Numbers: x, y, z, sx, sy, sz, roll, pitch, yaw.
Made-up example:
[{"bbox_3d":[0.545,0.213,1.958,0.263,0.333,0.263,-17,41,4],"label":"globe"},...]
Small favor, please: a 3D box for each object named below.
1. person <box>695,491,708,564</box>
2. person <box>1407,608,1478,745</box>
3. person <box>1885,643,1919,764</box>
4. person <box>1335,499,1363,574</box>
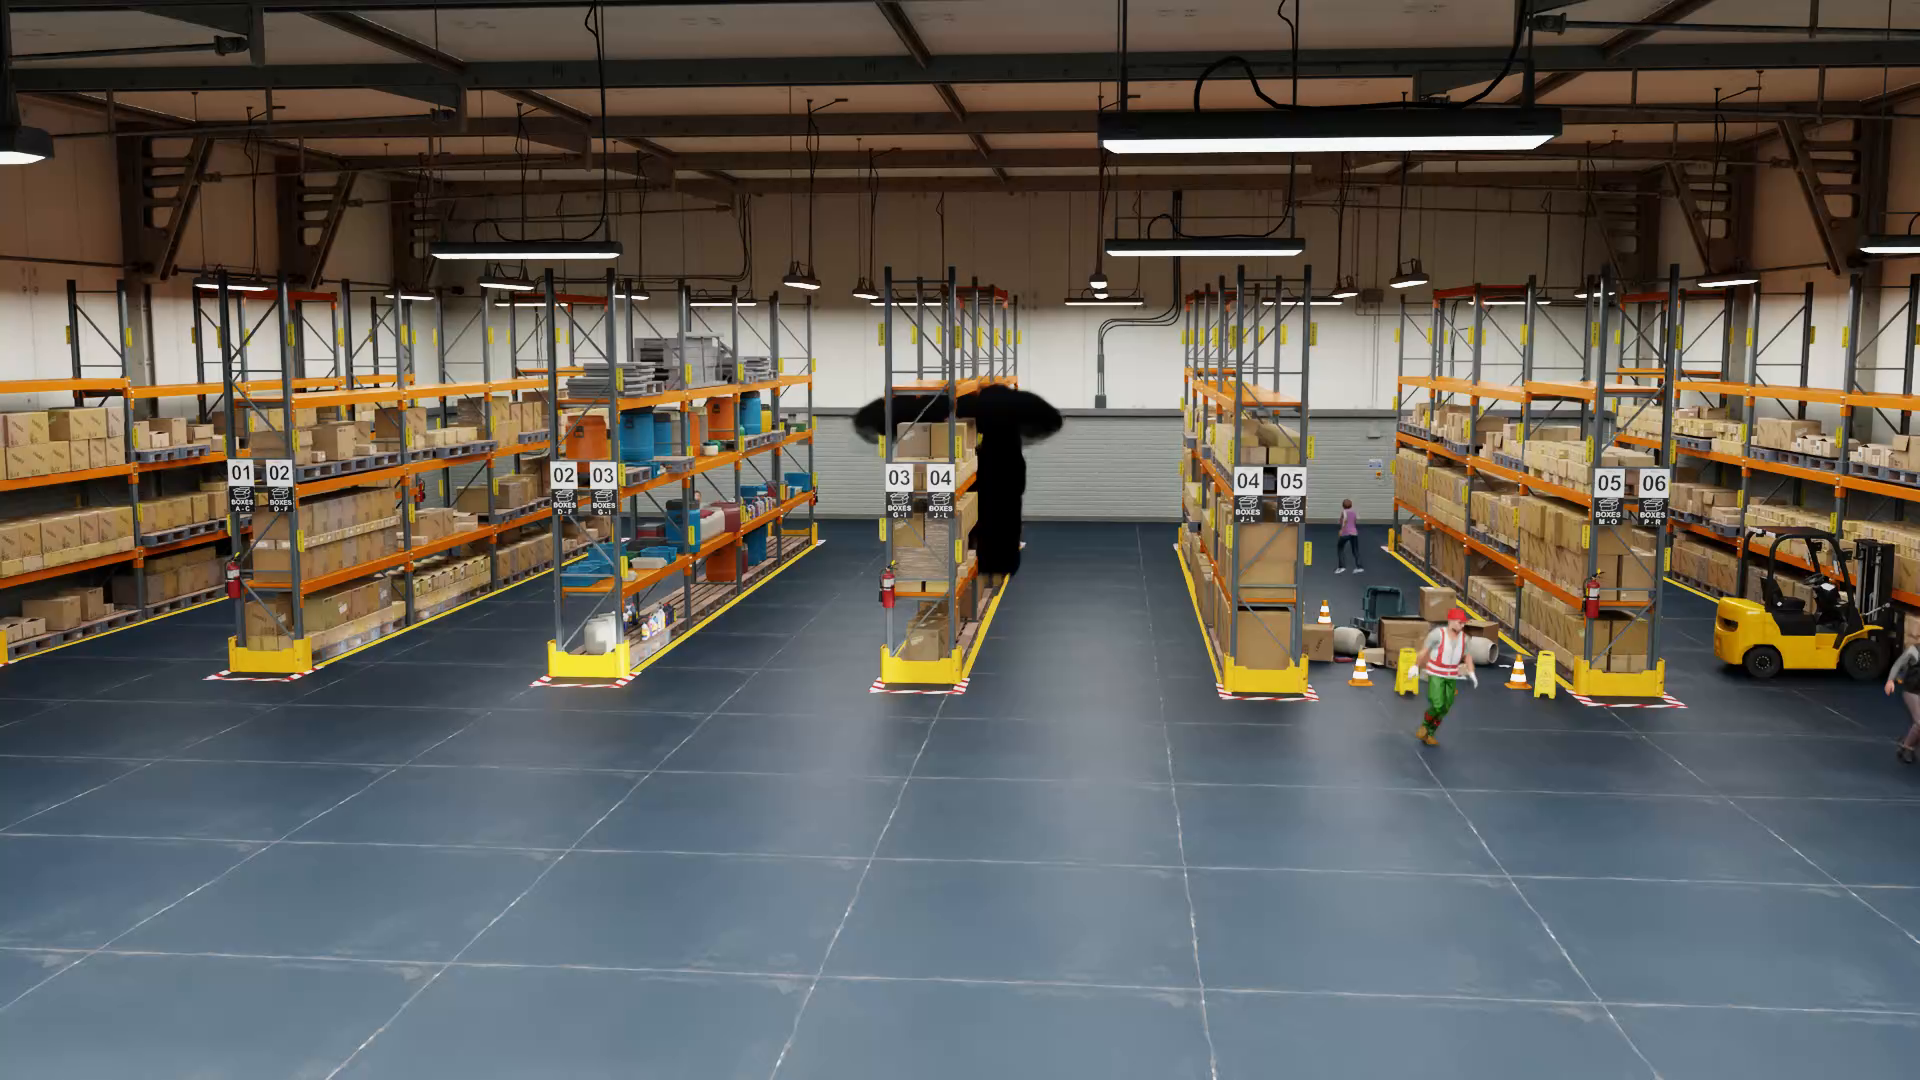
[{"bbox_3d":[-5.853,-0.295,37.141,0.578,1.625,0.616,-1,7,-6],"label":"person"},{"bbox_3d":[5.925,1.676,20.347,0.664,1.734,0.648,-2,7,-18],"label":"person"},{"bbox_3d":[11.284,1.814,19.362,0.616,1.666,0.829,0,7,-4],"label":"person"},{"bbox_3d":[8.081,-0.061,34.518,0.533,1.570,0.901,-2,7,-19],"label":"person"}]
